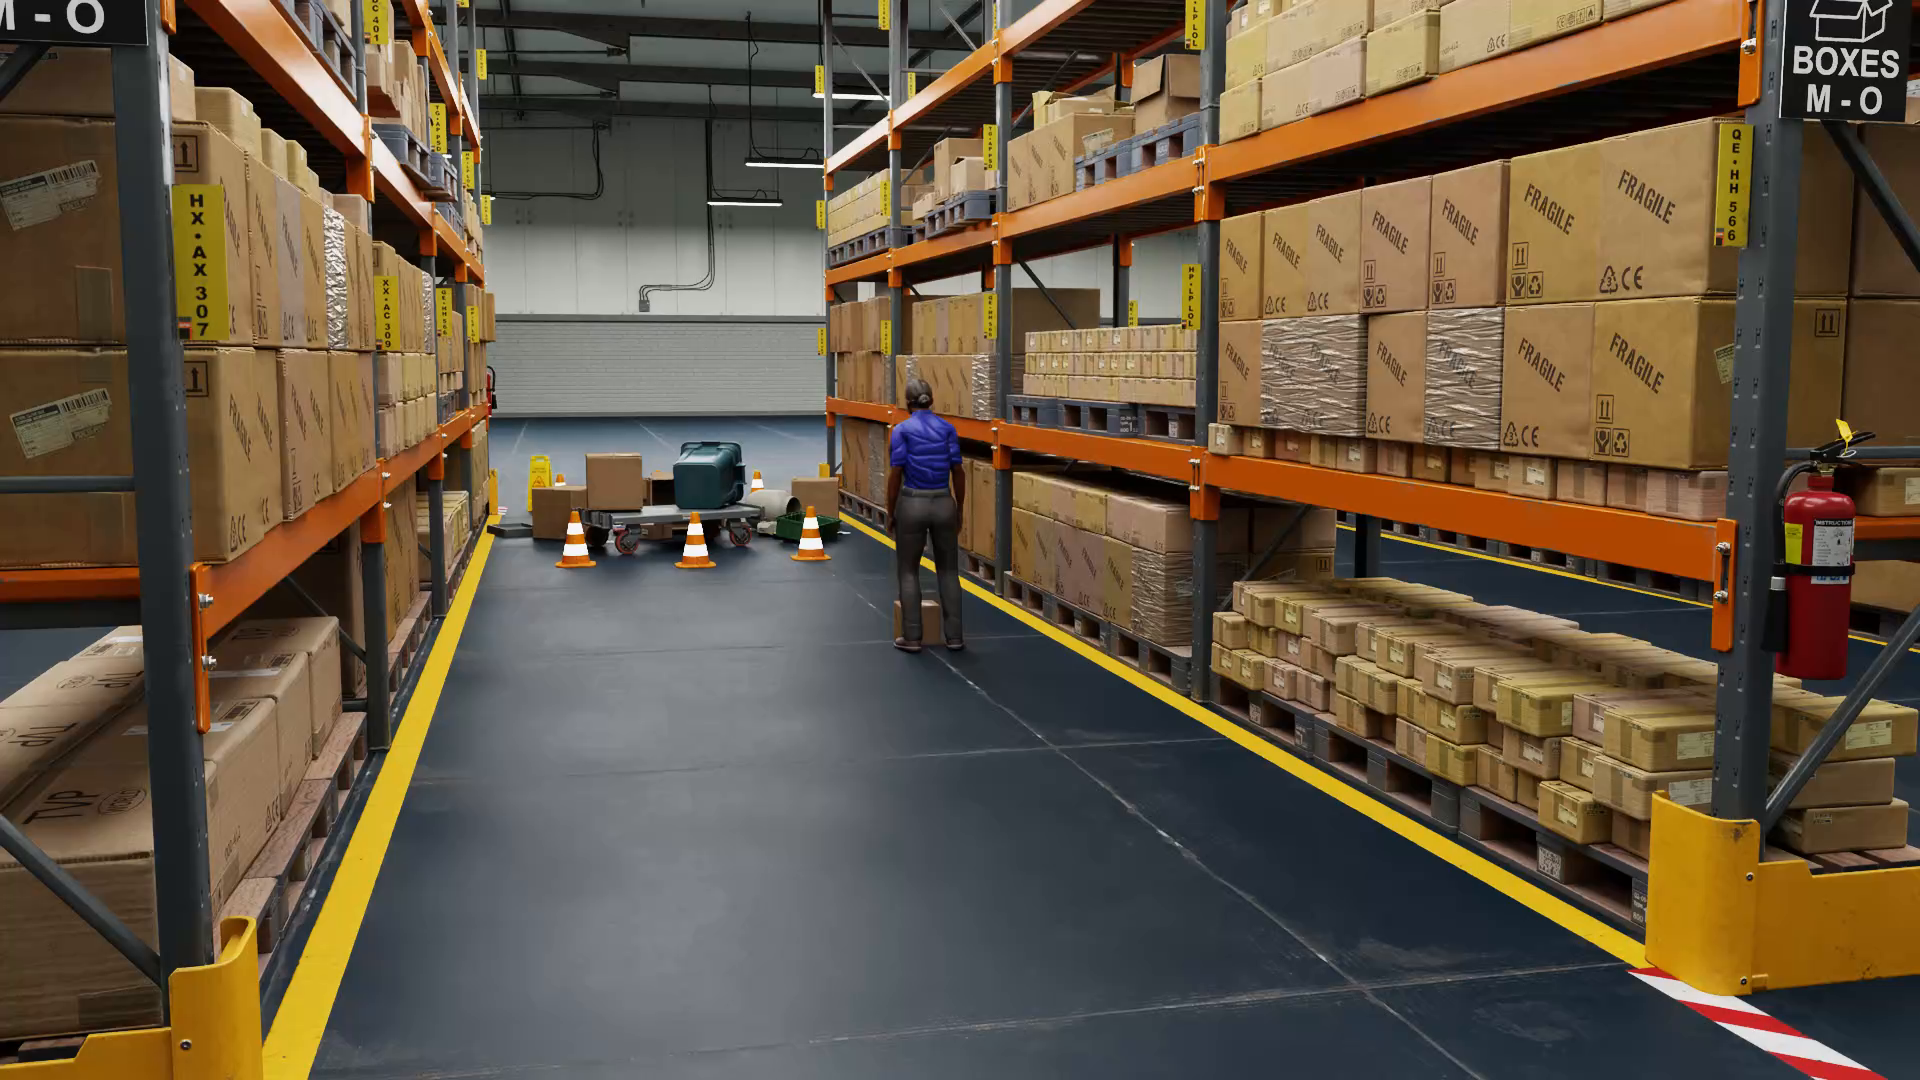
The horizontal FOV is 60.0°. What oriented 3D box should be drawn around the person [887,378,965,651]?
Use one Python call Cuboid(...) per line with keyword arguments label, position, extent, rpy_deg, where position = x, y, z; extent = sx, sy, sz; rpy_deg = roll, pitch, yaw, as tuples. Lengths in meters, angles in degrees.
Cuboid(label="person", position=(-0.200, -0.145, 10.110), extent=(0.521, 1.639, 0.348), rpy_deg=(-2, 7, -17))
